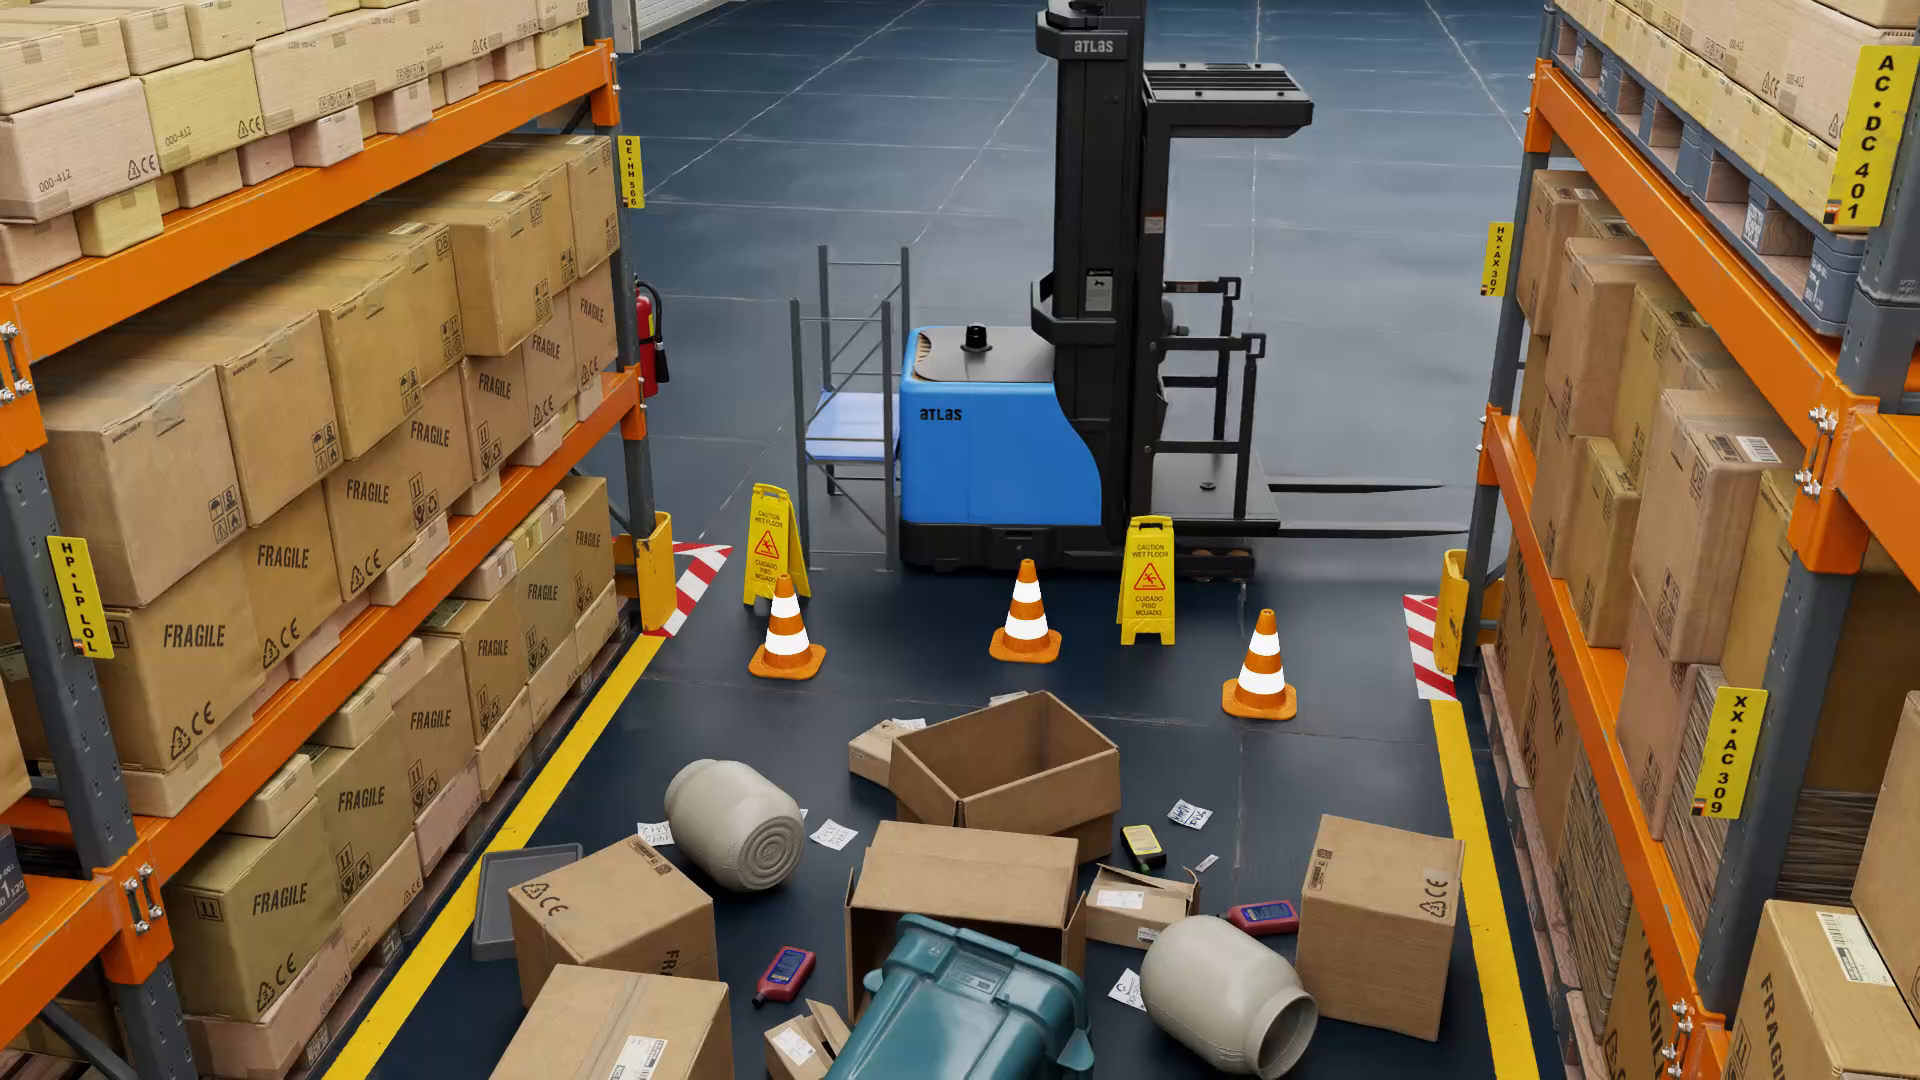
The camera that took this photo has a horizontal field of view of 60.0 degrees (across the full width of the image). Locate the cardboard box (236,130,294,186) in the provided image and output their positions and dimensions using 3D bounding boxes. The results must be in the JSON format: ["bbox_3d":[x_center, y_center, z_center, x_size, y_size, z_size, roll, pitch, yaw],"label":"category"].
[{"bbox_3d":[-2.229,-1.159,4.946,0.380,0.149,0.250,3,25,7],"label":"cardboard box"}]

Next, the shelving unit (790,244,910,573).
[{"bbox_3d":[-0.564,-0.730,9.040,0.538,1.500,1.048,2,25,3],"label":"shelving unit"}]

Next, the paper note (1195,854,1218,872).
[{"bbox_3d":[0.969,1.269,6.528,0.032,0.001,0.123,19,31,35],"label":"paper note"}]

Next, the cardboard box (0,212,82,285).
[{"bbox_3d":[-2.390,-0.730,4.030,0.380,0.149,0.250,4,25,8],"label":"cardboard box"}]

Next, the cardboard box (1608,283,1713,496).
[{"bbox_3d":[2.586,-0.456,5.235,0.875,0.550,0.500,4,25,9],"label":"cardboard box"}]

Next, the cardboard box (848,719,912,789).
[{"bbox_3d":[-0.253,0.935,7.077,0.380,0.149,0.250,19,31,35],"label":"cardboard box"}]

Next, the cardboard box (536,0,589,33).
[{"bbox_3d":[-1.850,-2.237,6.778,0.500,0.250,0.500,4,25,8],"label":"cardboard box"}]

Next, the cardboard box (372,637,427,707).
[{"bbox_3d":[-2.120,0.447,5.856,0.380,0.149,0.250,5,26,12],"label":"cardboard box"}]

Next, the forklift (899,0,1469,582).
[{"bbox_3d":[1.202,-1.334,8.642,3.031,2.935,1.130,1,25,1],"label":"forklift"}]

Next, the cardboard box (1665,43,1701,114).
[{"bbox_3d":[2.165,-1.258,4.544,0.380,0.149,0.250,4,25,8],"label":"cardboard box"}]

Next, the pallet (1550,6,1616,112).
[{"bbox_3d":[2.757,-1.751,6.018,1.003,0.211,1.213,4,25,9],"label":"pallet"}]

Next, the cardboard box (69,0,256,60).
[{"bbox_3d":[-2.177,-1.415,4.551,0.380,0.149,0.250,4,25,8],"label":"cardboard box"}]

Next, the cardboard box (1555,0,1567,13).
[{"bbox_3d":[2.496,-2.102,6.348,0.380,0.149,0.250,4,25,9],"label":"cardboard box"}]

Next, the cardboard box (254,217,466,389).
[{"bbox_3d":[-2.191,-0.817,5.810,0.700,0.500,0.500,4,25,8],"label":"cardboard box"}]

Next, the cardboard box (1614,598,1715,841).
[{"bbox_3d":[2.330,0.475,4.520,0.875,0.550,0.550,4,25,9],"label":"cardboard box"}]

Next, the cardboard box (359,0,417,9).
[{"bbox_3d":[-2.013,-1.844,5.469,0.380,0.149,0.250,5,25,10],"label":"cardboard box"}]

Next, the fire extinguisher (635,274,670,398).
[{"bbox_3d":[-1.559,-1.025,7.992,0.296,0.674,0.183,4,25,9],"label":"fire extinguisher"}]

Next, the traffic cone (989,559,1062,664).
[{"bbox_3d":[0.321,0.309,8.044,0.336,0.463,0.334,4,25,9],"label":"traffic cone"}]

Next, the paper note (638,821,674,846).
[{"bbox_3d":[-1.225,1.178,6.696,0.142,0.019,0.148,-5,25,-10],"label":"paper note"}]

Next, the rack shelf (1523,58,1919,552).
[{"bbox_3d":[2.541,-0.939,5.029,1.077,0.370,4.000,4,25,9],"label":"rack shelf"}]

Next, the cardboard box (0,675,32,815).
[{"bbox_3d":[-2.535,0.468,3.748,0.500,0.500,0.500,4,25,8],"label":"cardboard box"}]

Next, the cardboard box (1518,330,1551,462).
[{"bbox_3d":[2.852,-0.653,6.929,0.875,0.550,0.550,4,25,9],"label":"cardboard box"}]

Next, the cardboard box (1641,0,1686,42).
[{"bbox_3d":[2.290,-1.587,4.776,0.500,0.250,0.500,4,25,8],"label":"cardboard box"}]

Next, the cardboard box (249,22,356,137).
[{"bbox_3d":[-2.174,-1.386,4.961,0.500,0.250,0.500,4,25,9],"label":"cardboard box"}]

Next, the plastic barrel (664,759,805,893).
[{"bbox_3d":[-0.876,1.092,6.418,0.421,0.421,0.512,-20,32,-36],"label":"plastic barrel"}]

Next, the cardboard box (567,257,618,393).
[{"bbox_3d":[-1.849,-0.978,7.332,0.500,0.500,0.500,4,25,8],"label":"cardboard box"}]

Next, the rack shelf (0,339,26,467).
[{"bbox_3d":[-3.013,0.433,2.097,1.077,0.370,4.000,4,25,9],"label":"rack shelf"}]

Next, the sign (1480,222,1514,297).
[{"bbox_3d":[2.321,-1.212,7.187,0.100,0.325,0.005,4,25,9],"label":"sign"}]

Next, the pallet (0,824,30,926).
[{"bbox_3d":[-2.954,1.026,3.747,1.003,0.211,1.213,4,25,9],"label":"pallet"}]

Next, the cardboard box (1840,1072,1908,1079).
[{"bbox_3d":[1.781,1.297,2.823,0.500,0.500,0.500,4,25,9],"label":"cardboard box"}]

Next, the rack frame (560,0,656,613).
[{"bbox_3d":[-2.032,-1.044,7.942,1.000,3.000,0.127,4,25,9],"label":"rack frame"}]

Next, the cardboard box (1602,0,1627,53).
[{"bbox_3d":[2.331,-1.680,5.445,0.380,0.149,0.250,4,25,9],"label":"cardboard box"}]

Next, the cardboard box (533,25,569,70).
[{"bbox_3d":[-1.823,-2.014,6.772,0.380,0.149,0.250,4,25,9],"label":"cardboard box"}]

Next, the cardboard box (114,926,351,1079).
[{"bbox_3d":[-2.323,1.456,5.349,0.500,0.250,0.500,3,25,6],"label":"cardboard box"}]

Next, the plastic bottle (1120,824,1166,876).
[{"bbox_3d":[0.732,1.226,6.559,0.133,0.061,0.283,-5,25,-10],"label":"plastic bottle"}]

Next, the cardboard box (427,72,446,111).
[{"bbox_3d":[-2.051,-1.586,5.859,0.380,0.149,0.250,3,25,7],"label":"cardboard box"}]

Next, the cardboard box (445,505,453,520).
[{"bbox_3d":[-2.151,-0.121,6.266,0.380,0.149,0.250,4,25,9],"label":"cardboard box"}]

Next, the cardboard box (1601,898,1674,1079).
[{"bbox_3d":[2.386,1.444,4.638,0.875,0.875,0.875,4,25,9],"label":"cardboard box"}]

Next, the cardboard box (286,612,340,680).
[{"bbox_3d":[-2.240,0.310,5.346,0.380,0.149,0.250,5,26,10],"label":"cardboard box"}]

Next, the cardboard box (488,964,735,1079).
[{"bbox_3d":[-0.925,1.529,4.501,0.500,0.500,0.500,4,25,9],"label":"cardboard box"}]

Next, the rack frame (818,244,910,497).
[{"bbox_3d":[-0.533,-0.945,9.499,0.500,1.500,0.032,2,25,3],"label":"rack frame"}]

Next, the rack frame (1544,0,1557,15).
[{"bbox_3d":[2.868,-3.460,6.028,1.000,3.000,0.127,4,25,9],"label":"rack frame"}]

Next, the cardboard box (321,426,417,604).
[{"bbox_3d":[-2.185,-0.136,5.534,0.500,0.500,0.500,4,25,8],"label":"cardboard box"}]

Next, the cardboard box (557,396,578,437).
[{"bbox_3d":[-1.877,-0.539,7.161,0.380,0.149,0.250,4,25,8],"label":"cardboard box"}]

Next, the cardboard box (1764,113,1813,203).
[{"bbox_3d":[1.999,-0.830,3.630,0.380,0.149,0.250,4,25,9],"label":"cardboard box"}]

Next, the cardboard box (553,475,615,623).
[{"bbox_3d":[-1.906,0.025,7.522,0.500,0.500,0.500,4,25,9],"label":"cardboard box"}]

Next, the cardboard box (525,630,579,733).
[{"bbox_3d":[-1.991,0.584,7.212,0.500,0.250,0.500,4,25,9],"label":"cardboard box"}]

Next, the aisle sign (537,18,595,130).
[{"bbox_3d":[-1.736,-2.227,7.403,0.394,0.787,0.004,4,25,9],"label":"aisle sign"}]

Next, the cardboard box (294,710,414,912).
[{"bbox_3d":[-2.247,0.892,5.670,0.500,0.500,0.500,5,26,11],"label":"cardboard box"}]
